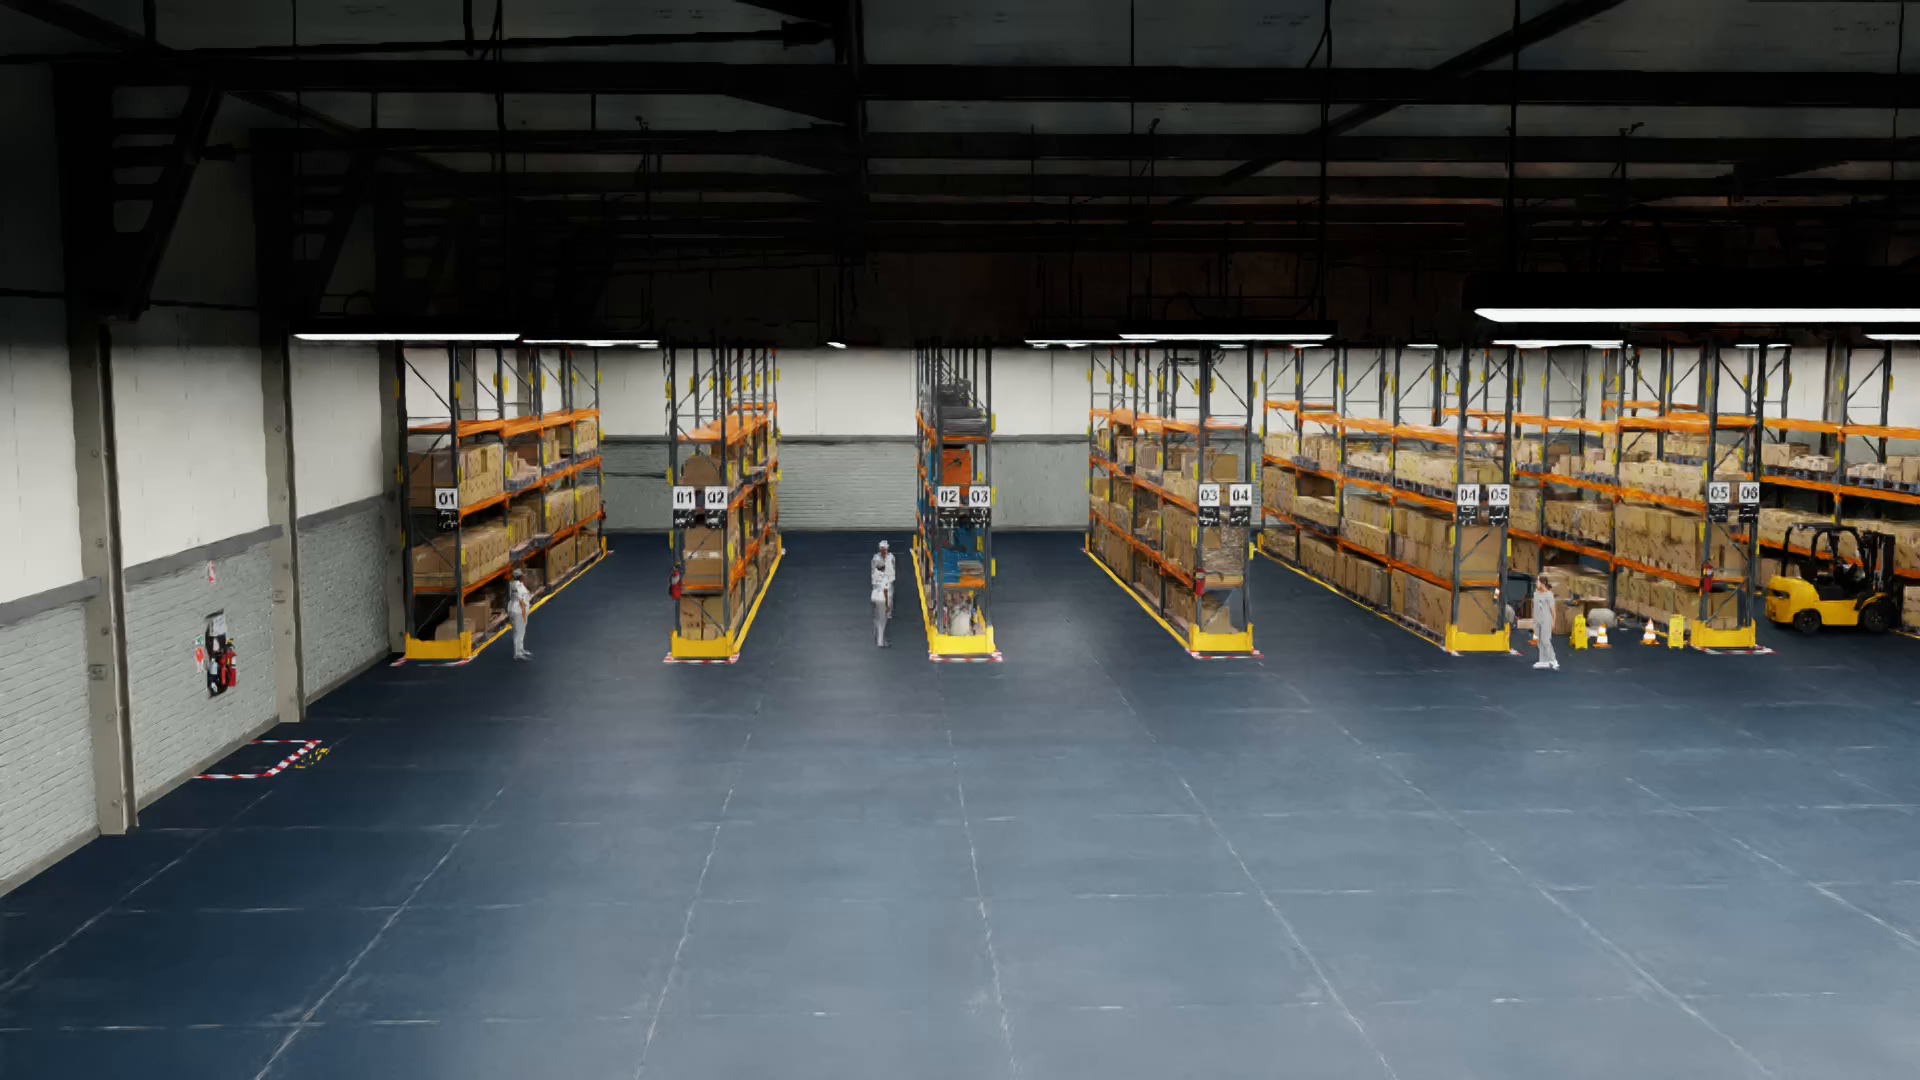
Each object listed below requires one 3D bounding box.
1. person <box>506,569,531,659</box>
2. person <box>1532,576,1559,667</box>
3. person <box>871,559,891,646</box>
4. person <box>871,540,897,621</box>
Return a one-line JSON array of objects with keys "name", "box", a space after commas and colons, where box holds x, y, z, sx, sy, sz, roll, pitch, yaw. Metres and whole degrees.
[{"name": "person", "box": [-8.206, 1.368, 31.025, 0.447, 1.671, 0.534, -5, 8, -35]}, {"name": "person", "box": [10.591, 1.477, 30.069, 0.397, 1.664, 0.568, -4, 7, -29]}, {"name": "person", "box": [-1.517, 1.206, 32.396, 0.422, 1.677, 0.502, -4, 8, -35]}, {"name": "person", "box": [-1.631, 0.838, 35.483, 0.544, 1.697, 1.100, 0, 6, 2]}]
